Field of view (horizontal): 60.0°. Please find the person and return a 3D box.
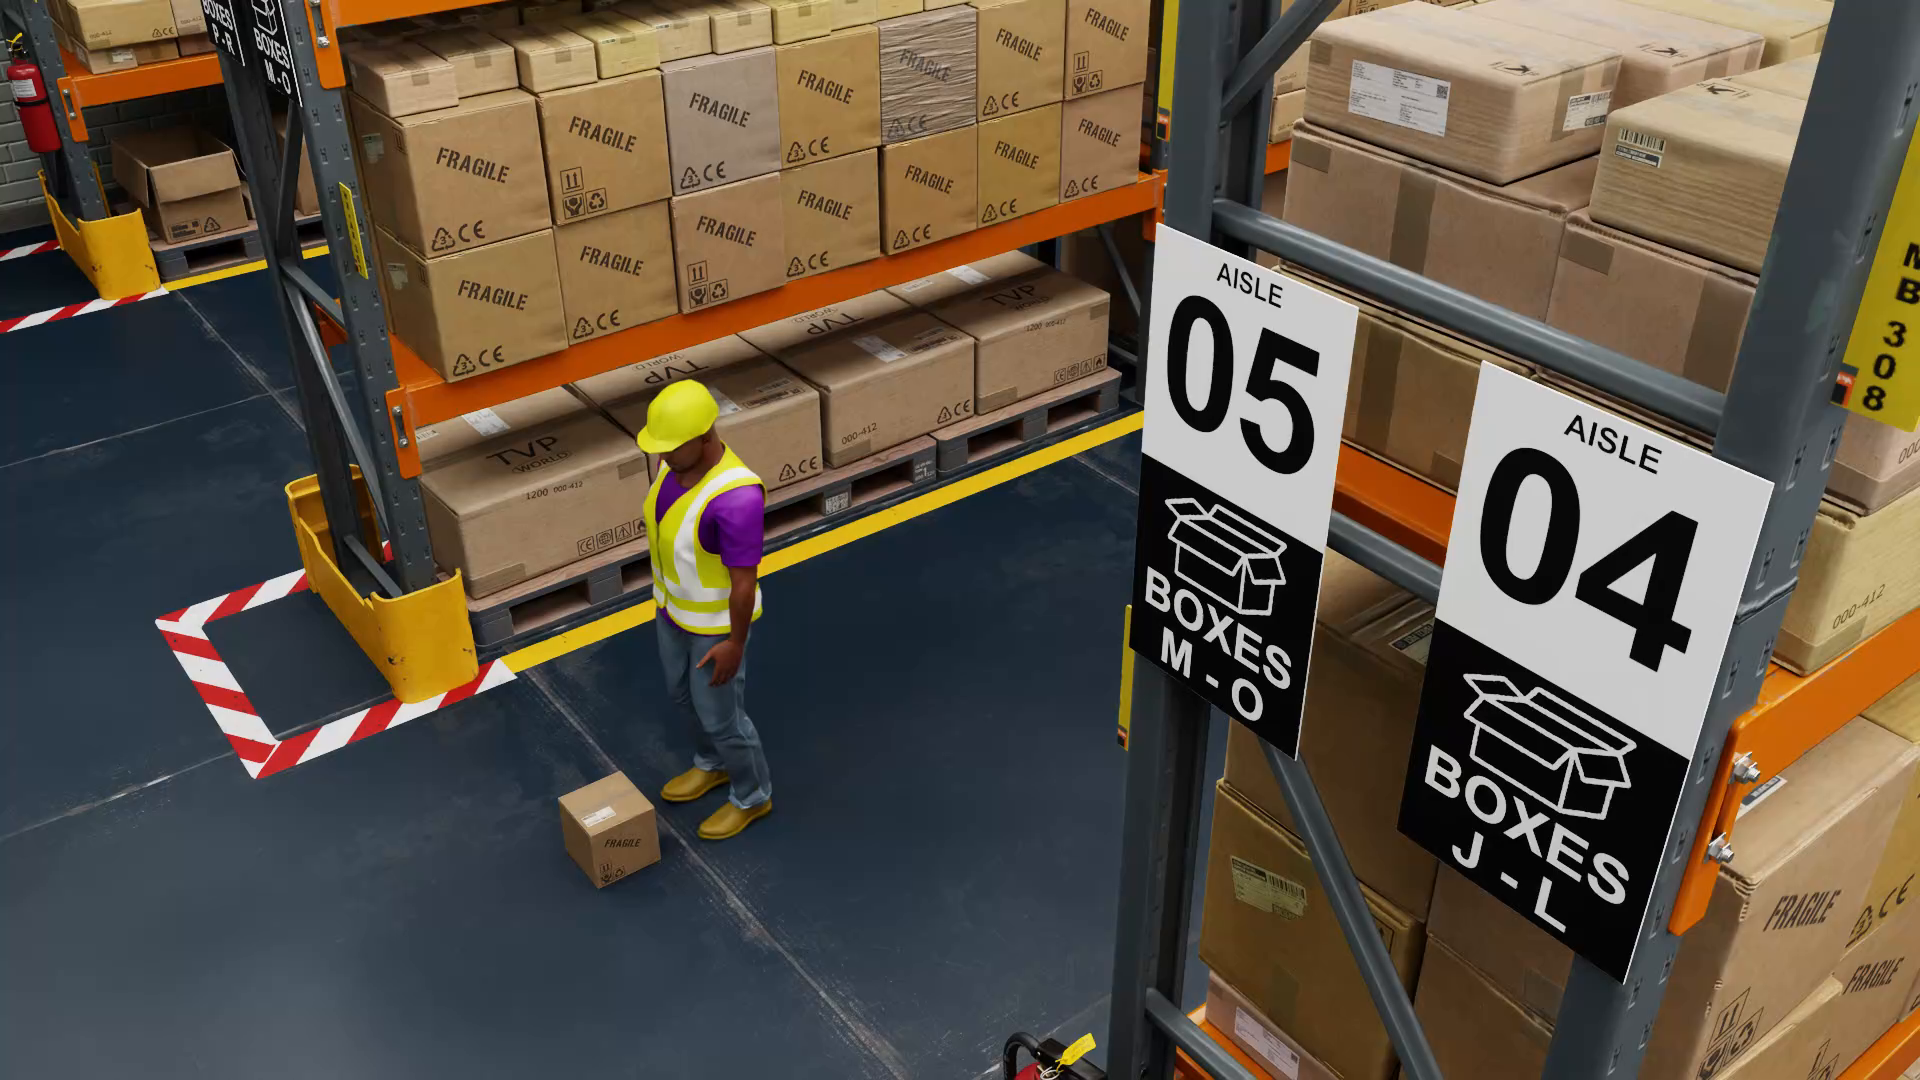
[{"bbox_3d":[-0.871,0.244,5.733,0.371,1.762,0.568,-21,38,-30],"label":"person"}]
